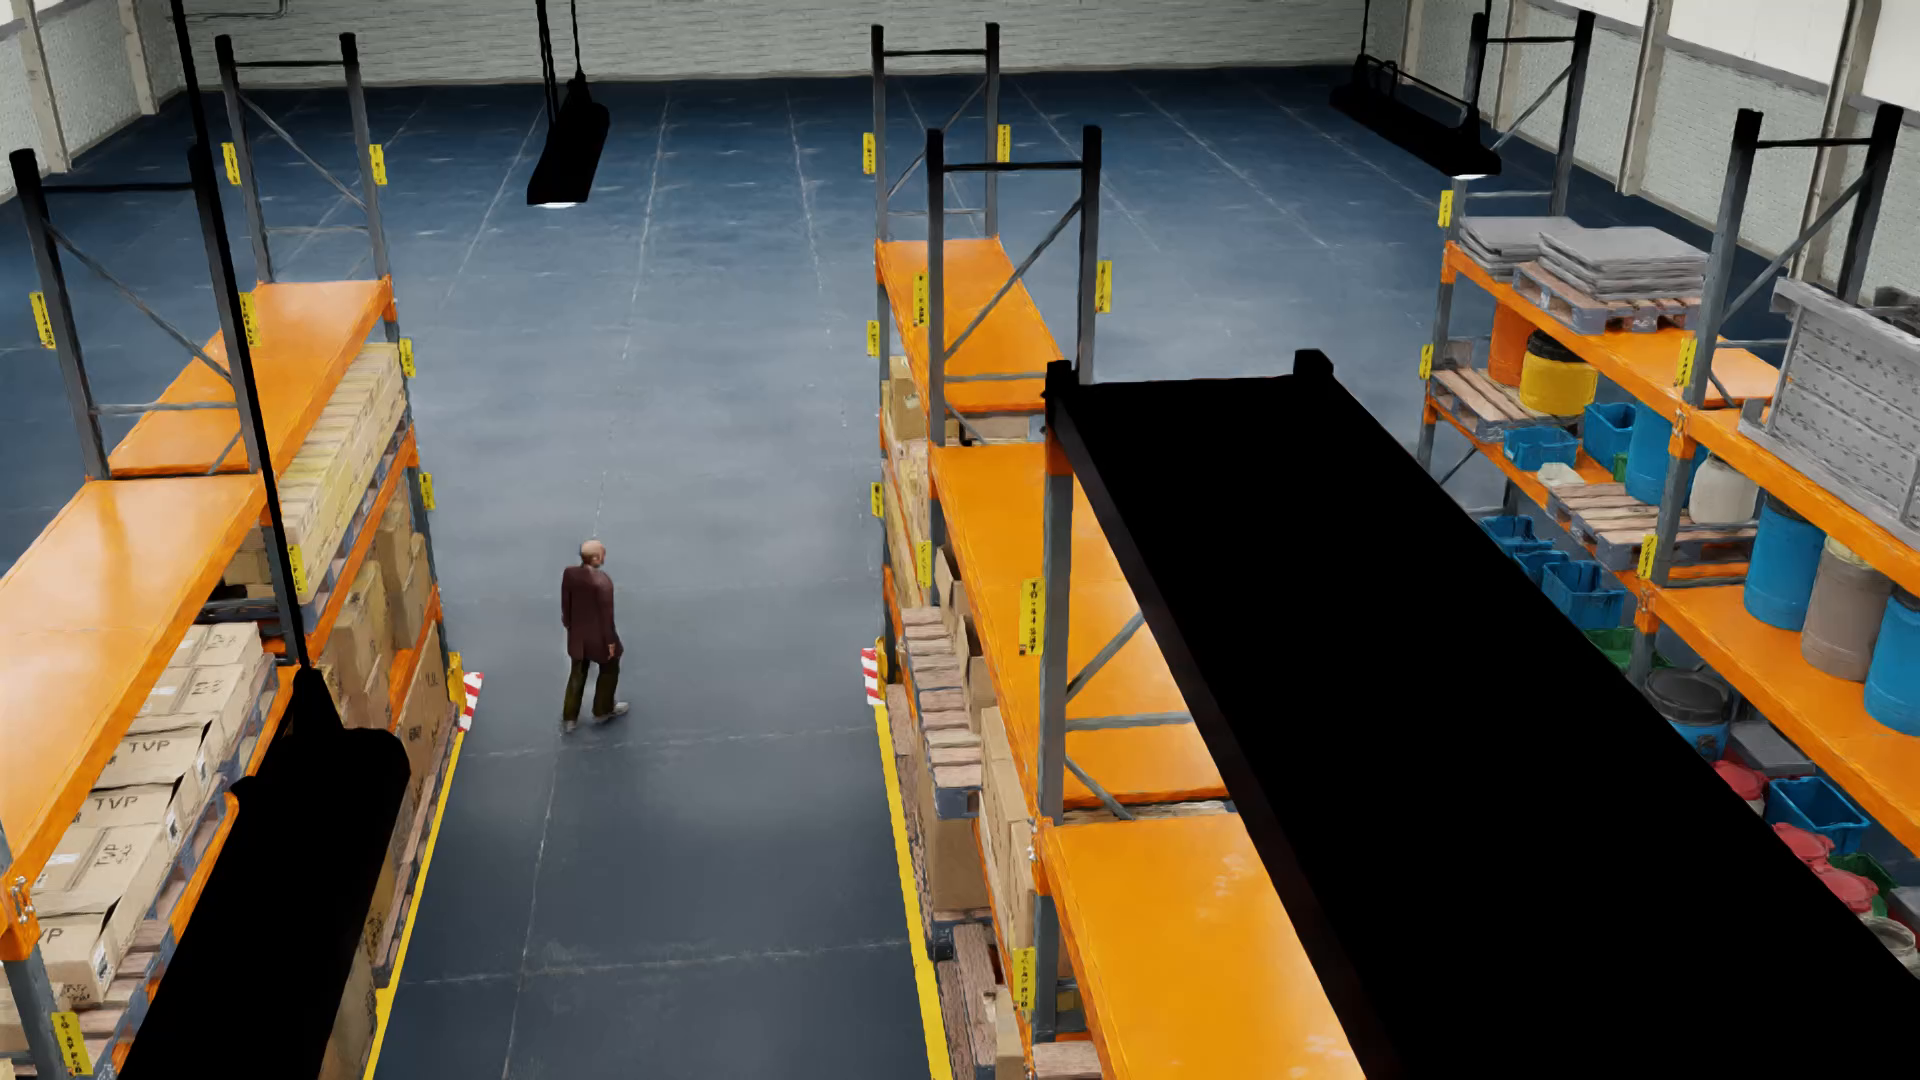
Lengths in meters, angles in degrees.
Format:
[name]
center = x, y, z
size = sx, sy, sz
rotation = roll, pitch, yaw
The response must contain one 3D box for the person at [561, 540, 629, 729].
[person]
center = -3.298, 0.839, 14.710
size = 0.614, 1.768, 0.628
rotation = 13, 29, 26
